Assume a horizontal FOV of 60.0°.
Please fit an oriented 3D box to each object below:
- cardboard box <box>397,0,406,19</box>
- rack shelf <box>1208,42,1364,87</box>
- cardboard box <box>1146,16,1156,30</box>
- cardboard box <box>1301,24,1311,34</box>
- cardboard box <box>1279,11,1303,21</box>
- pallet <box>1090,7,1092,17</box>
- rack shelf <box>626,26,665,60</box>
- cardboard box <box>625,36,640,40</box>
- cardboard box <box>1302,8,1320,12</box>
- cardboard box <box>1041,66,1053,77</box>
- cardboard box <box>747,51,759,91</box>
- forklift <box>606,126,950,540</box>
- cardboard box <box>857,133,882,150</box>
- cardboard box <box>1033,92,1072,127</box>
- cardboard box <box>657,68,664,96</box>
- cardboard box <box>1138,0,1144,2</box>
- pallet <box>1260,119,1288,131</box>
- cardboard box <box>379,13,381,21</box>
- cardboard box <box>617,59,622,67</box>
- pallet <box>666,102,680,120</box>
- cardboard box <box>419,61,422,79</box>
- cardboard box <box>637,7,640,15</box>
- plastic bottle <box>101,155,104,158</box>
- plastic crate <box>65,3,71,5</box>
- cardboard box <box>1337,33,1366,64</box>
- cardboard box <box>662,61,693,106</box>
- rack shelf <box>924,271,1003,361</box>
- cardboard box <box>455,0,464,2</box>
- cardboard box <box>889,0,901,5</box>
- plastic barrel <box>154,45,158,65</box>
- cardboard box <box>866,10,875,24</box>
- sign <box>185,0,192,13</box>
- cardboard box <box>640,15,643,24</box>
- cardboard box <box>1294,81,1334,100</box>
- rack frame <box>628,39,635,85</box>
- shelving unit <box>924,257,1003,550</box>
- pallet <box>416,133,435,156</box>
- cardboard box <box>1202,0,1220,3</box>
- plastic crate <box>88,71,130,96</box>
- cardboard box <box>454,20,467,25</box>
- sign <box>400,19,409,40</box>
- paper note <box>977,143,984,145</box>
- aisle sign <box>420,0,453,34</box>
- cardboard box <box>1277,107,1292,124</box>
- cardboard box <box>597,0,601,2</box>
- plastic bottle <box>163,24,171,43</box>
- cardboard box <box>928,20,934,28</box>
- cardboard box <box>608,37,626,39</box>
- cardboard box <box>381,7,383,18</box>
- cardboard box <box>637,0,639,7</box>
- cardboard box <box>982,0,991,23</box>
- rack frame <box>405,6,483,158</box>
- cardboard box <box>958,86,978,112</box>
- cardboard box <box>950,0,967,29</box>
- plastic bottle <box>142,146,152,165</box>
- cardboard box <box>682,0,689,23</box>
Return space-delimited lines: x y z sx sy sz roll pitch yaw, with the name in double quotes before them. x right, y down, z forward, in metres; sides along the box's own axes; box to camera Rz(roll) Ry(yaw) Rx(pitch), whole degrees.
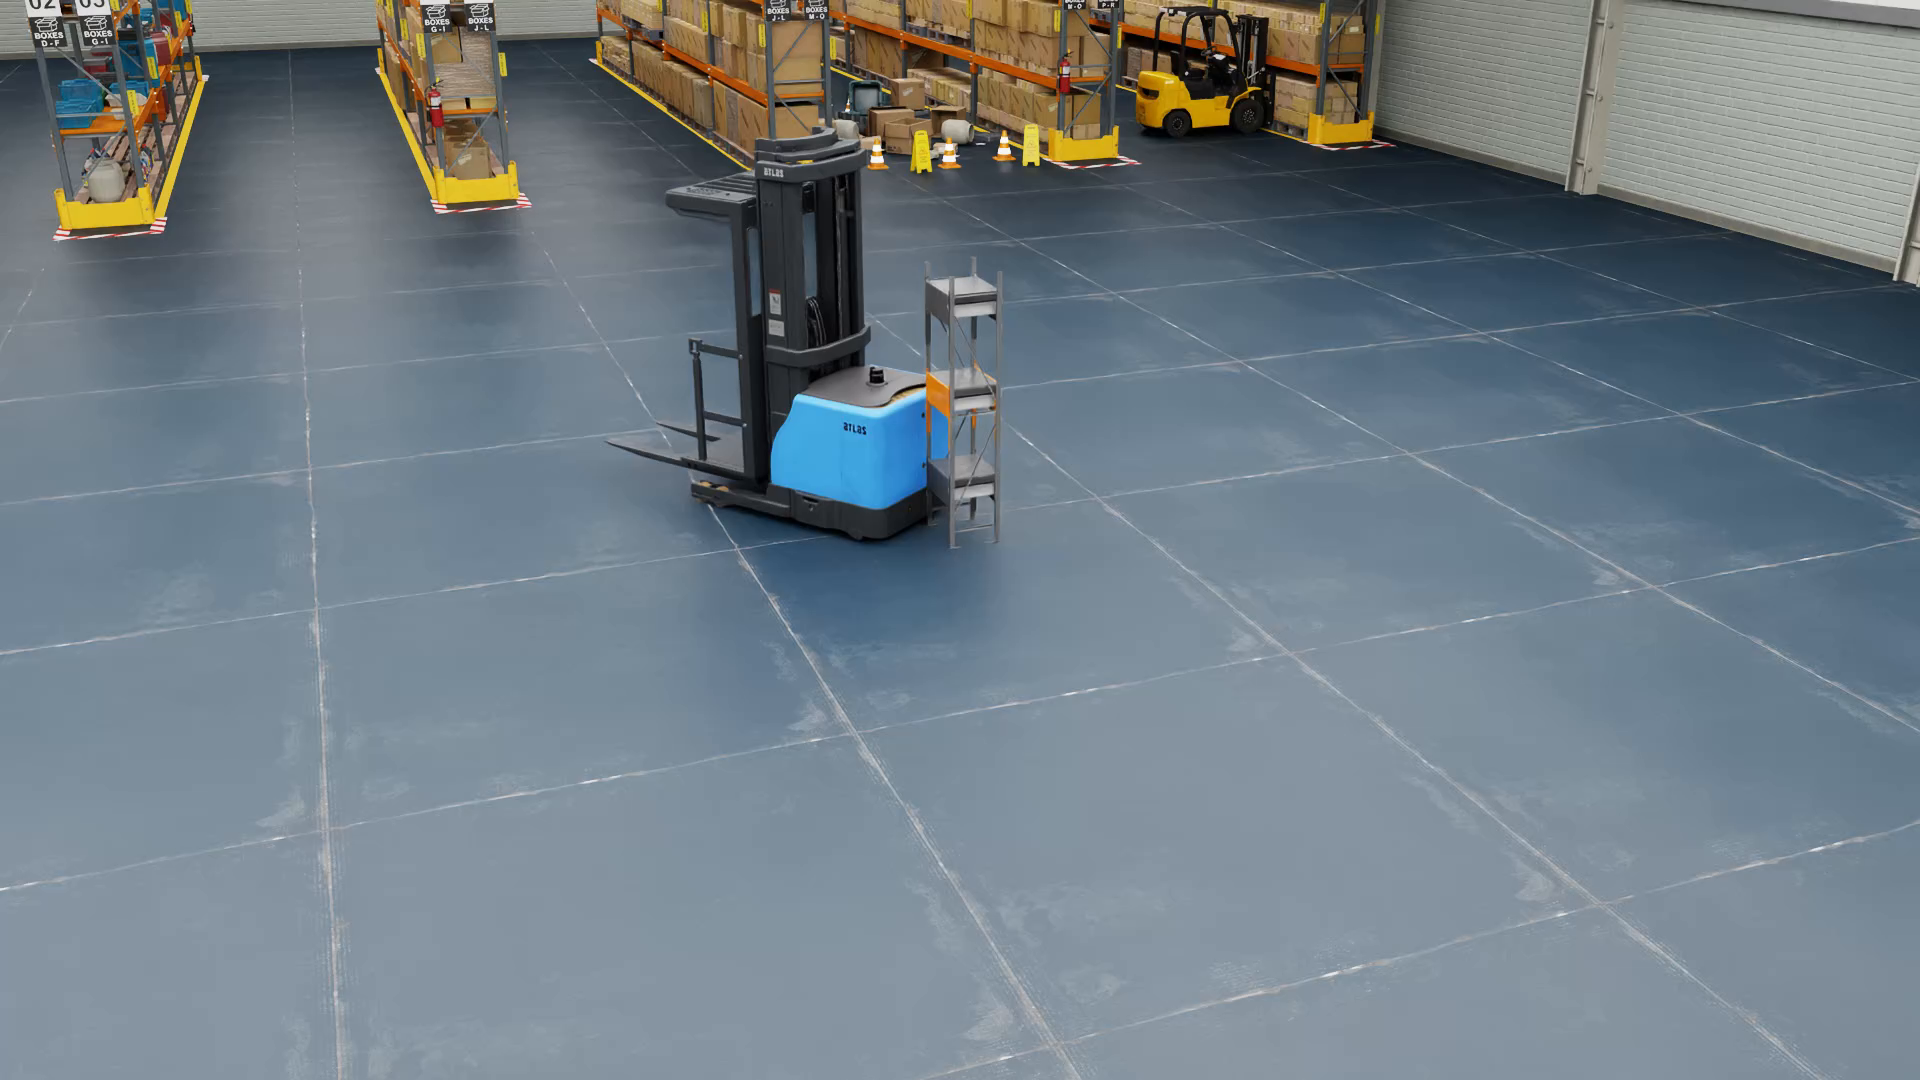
"cardboard box" -10.236 -10.129 31.500 0.797 0.503 0.637 -7 24 -17
"rack shelf" 6.040 -8.883 30.891 1.077 0.370 4.000 -8 24 -19
"cardboard box" 4.210 -10.762 34.614 0.500 0.250 0.500 -9 25 -21
"cardboard box" 6.244 -9.010 29.300 0.380 0.149 0.250 -8 24 -18
"cardboard box" 5.975 -9.428 29.911 0.380 0.149 0.250 -8 24 -18
"pallet" 3.229 -12.013 37.636 1.003 0.211 1.213 -8 24 -19
"rack shelf" -6.024 -10.392 34.470 1.077 0.370 4.000 -8 24 -19
"cardboard box" -7.684 -11.801 39.250 0.380 0.149 0.250 -8 24 -18
"cardboard box" 6.470 -9.609 30.338 0.380 0.149 0.250 -9 24 -20
"cardboard box" 1.579 -7.873 27.892 0.380 0.149 0.250 -9 24 -20
"cardboard box" -2.879 -7.484 26.452 0.875 0.550 0.550 -8 24 -19
"forklift" -1.571 -1.770 13.175 3.031 2.935 1.130 14 27 30
"cardboard box" -1.574 -6.912 28.806 0.396 0.266 0.258 -4 23 -10
"cardboard box" 1.577 -7.333 28.321 0.500 0.500 0.500 -8 24 -19
"cardboard box" -5.794 -9.242 33.492 0.500 0.500 0.500 -8 24 -19
"cardboard box" 3.968 -11.397 34.965 0.380 0.149 0.250 -8 24 -18
"pallet" 6.010 -7.918 31.264 1.003 0.211 1.213 -8 24 -19
"cardboard box" -12.458 -11.411 36.285 0.380 0.149 0.250 -9 24 -20
"cardboard box" -7.553 -10.802 37.646 0.380 0.149 0.250 -8 24 -19
"pallet" -5.109 -8.415 32.443 1.003 0.211 1.213 -8 24 -19
"cardboard box" -7.926 -7.369 25.860 0.875 0.500 0.500 -8 24 -19
"cardboard box" -6.375 -10.797 33.904 0.380 0.149 0.250 -8 24 -18
"plastic bottle" -13.152 -5.779 25.546 0.097 0.271 0.097 0 23 0
"plastic crate" -12.756 -7.793 23.536 0.392 0.384 0.575 -8 24 -19
"cardboard box" 6.831 -8.752 29.525 0.500 0.500 0.500 -8 24 -17
"cardboard box" -5.186 -8.920 32.407 1.050 0.750 0.750 -9 24 -20
"rack shelf" 0.022 -1.643 12.177 0.431 0.518 0.480 -9 24 -20
"cardboard box" -7.095 -7.970 24.128 0.500 0.250 0.500 -8 24 -17
"cardboard box" -1.149 -11.371 34.452 0.500 0.500 0.500 -9 24 -20
"plastic barrel" -14.063 -8.380 28.627 0.421 0.512 0.421 0 23 0
"cardboard box" -1.708 -11.342 35.990 0.500 0.250 0.500 -9 24 -20
"sign" -16.944 -11.737 36.524 0.100 0.325 0.005 -8 24 -19
"cardboard box" -6.280 -10.563 33.733 0.380 0.149 0.250 -9 25 -21
"cardboard box" 6.292 -8.000 29.581 0.500 0.250 0.500 -8 24 -17
"rack frame" -6.730 -11.450 36.054 1.000 3.000 0.127 -8 24 -19
"shelving unit" 0.022 -1.010 12.443 0.431 2.100 0.503 -9 24 -20
"pallet" -8.856 -6.897 28.843 1.003 0.211 1.213 -8 24 -19
"cardboard box" 5.103 -10.823 33.603 0.380 0.149 0.250 -8 24 -19
"plastic crate" -13.148 -6.984 25.537 0.767 0.338 0.504 -8 24 -19
"cardboard box" -7.276 -7.510 24.907 0.500 0.500 0.500 -8 24 -19
"sign" -9.098 -8.356 27.222 0.100 0.325 0.005 -8 24 -19
"paper note" 0.368 -6.976 29.262 0.142 0.019 0.148 -18 29 -37
"aisle sign" -7.426 -7.580 23.526 0.394 0.787 0.004 -8 24 -19
"cardboard box" 6.118 -7.724 30.213 0.500 0.250 0.500 -8 24 -19
"cardboard box" -8.243 -12.886 38.949 0.500 0.500 0.500 -7 24 -16
"plastic bottle" -15.409 -9.815 32.238 0.144 0.351 0.185 -8 24 -19
"cardboard box" -0.423 -10.254 32.999 0.380 0.149 0.250 -7 24 -16
"cardboard box" -8.066 -11.737 39.098 0.380 0.149 0.250 -8 24 -18
"cardboard box" -11.993 -11.186 35.239 0.500 0.250 0.500 -8 24 -17
"cardboard box" -6.374 -10.934 33.846 0.380 0.149 0.250 -7 24 -16
"cardboard box" 0.804 -9.525 29.688 0.700 0.500 0.500 -8 24 -19
"rack frame" -8.580 -7.900 27.630 1.000 3.000 0.127 -8 24 -19
"cardboard box" 0.504 -8.432 31.736 0.950 0.372 0.625 -8 24 -18
"cardboard box" 0.137 -9.952 31.448 0.500 0.500 0.500 -8 24 -19
"plastic bottle" -12.649 -5.938 25.820 0.144 0.351 0.185 -10 25 -22
"cardboard box" -4.805 -9.969 31.125 0.700 0.500 0.500 -9 24 -20
